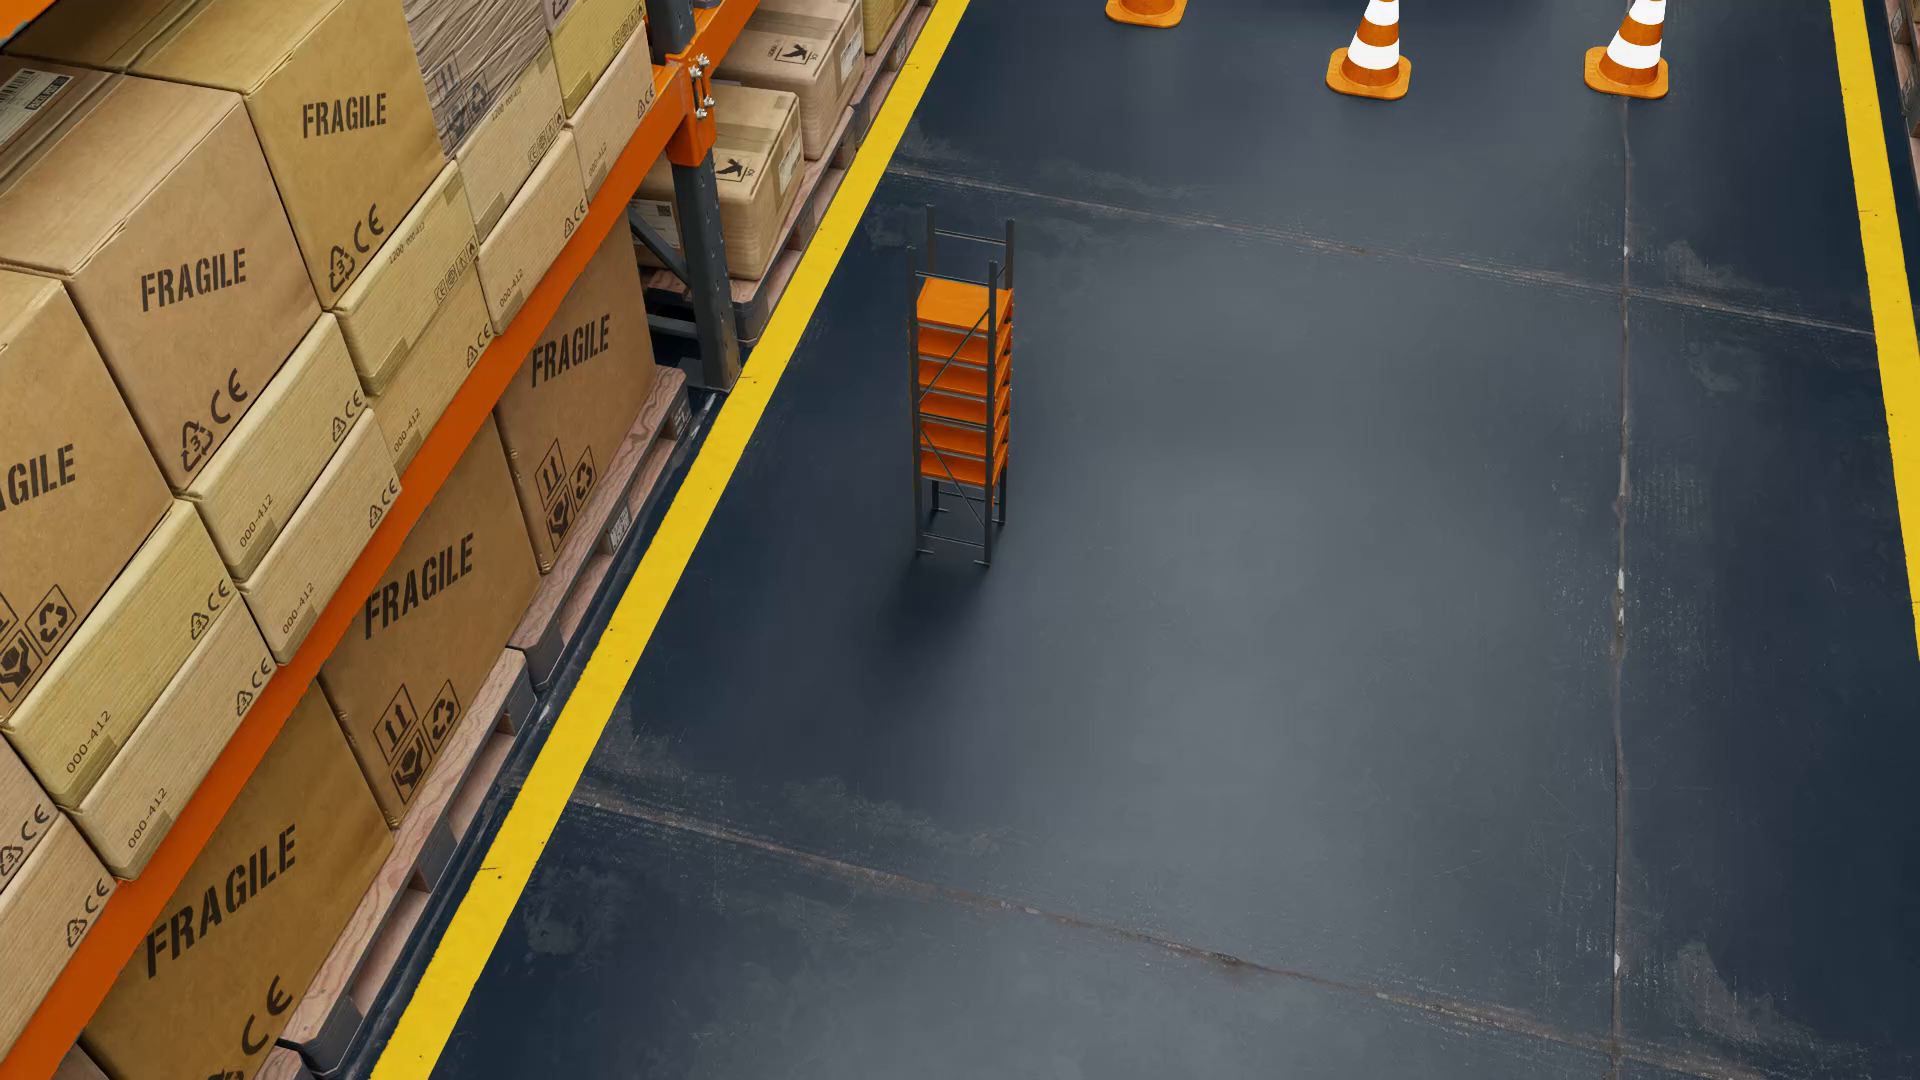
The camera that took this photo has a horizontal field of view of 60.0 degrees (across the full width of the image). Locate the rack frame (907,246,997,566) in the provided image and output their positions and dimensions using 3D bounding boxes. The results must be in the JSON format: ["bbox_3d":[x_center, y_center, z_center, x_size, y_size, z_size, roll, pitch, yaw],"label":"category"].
[{"bbox_3d":[-0.020,-0.341,4.751,0.240,1.200,0.006,12,50,10],"label":"rack frame"}]

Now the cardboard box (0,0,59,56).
[{"bbox_3d":[-1.891,-0.954,3.358,0.500,0.500,0.500,13,50,11],"label":"cardboard box"}]

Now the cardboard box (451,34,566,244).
[{"bbox_3d":[-1.267,-0.974,3.876,0.500,0.250,0.500,10,49,9],"label":"cardboard box"}]

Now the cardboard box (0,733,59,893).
[{"bbox_3d":[-1.808,0.502,2.573,0.500,0.250,0.500,12,50,11],"label":"cardboard box"}]

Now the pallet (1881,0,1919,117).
[{"bbox_3d":[4.471,-2.124,6.984,1.003,0.211,1.213,12,50,10],"label":"pallet"}]

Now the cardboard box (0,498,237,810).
[{"bbox_3d":[-1.649,0.142,2.891,0.500,0.250,0.500,12,50,11],"label":"cardboard box"}]

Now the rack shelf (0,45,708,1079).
[{"bbox_3d":[-1.779,0.054,3.681,1.077,0.370,4.000,12,50,10],"label":"rack shelf"}]

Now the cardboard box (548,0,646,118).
[{"bbox_3d":[-1.135,-1.346,4.204,0.500,0.250,0.500,11,50,10],"label":"cardboard box"}]

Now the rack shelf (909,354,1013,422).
[{"bbox_3d":[0.004,-0.458,4.753,0.258,0.103,0.180,12,50,10],"label":"rack shelf"}]

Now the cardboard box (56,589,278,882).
[{"bbox_3d":[-1.650,0.304,3.081,0.500,0.250,0.500,11,50,10],"label":"cardboard box"}]

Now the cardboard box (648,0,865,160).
[{"bbox_3d":[-0.908,-1.842,6.347,0.950,0.372,0.625,11,49,9],"label":"cardboard box"}]

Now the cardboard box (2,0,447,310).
[{"bbox_3d":[-1.401,-0.838,3.255,0.500,0.500,0.500,12,50,10],"label":"cardboard box"}]

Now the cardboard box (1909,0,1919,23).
[{"bbox_3d":[4.525,-2.548,6.718,1.050,0.750,0.750,11,50,10],"label":"cardboard box"}]

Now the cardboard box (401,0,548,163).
[{"bbox_3d":[-1.264,-1.196,3.571,0.500,0.500,0.500,12,50,11],"label":"cardboard box"}]

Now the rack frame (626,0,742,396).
[{"bbox_3d":[-1.253,-1.630,4.688,1.000,3.000,0.127,12,50,10],"label":"rack frame"}]

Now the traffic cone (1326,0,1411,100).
[{"bbox_3d":[1.712,-2.104,6.798,0.336,0.463,0.334,12,50,10],"label":"traffic cone"}]

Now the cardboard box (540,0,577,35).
[{"bbox_3d":[-1.137,-1.569,3.900,0.500,0.500,0.500,10,49,9],"label":"cardboard box"}]

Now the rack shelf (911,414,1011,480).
[{"bbox_3d":[0.004,-0.299,4.933,0.258,0.103,0.180,12,50,10],"label":"rack shelf"}]

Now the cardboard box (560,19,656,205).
[{"bbox_3d":[-1.136,-1.164,4.376,0.500,0.250,0.500,10,49,9],"label":"cardboard box"}]

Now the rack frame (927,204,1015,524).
[{"bbox_3d":[0.028,-0.474,4.868,0.240,1.200,0.006,12,50,10],"label":"rack frame"}]

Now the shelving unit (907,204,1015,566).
[{"bbox_3d":[0.004,-0.407,4.809,0.258,1.200,0.189,12,50,10],"label":"shelving unit"}]

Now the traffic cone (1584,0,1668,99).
[{"bbox_3d":[2.792,-2.108,6.802,0.336,0.463,0.334,12,50,10],"label":"traffic cone"}]

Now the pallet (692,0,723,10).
[{"bbox_3d":[-1.168,-2.103,5.234,1.213,0.211,1.003,12,50,10],"label":"pallet"}]

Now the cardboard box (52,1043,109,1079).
[{"bbox_3d":[-2.220,1.363,3.184,0.875,0.875,0.875,13,50,11],"label":"cardboard box"}]

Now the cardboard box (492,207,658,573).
[{"bbox_3d":[-1.515,-0.583,4.901,0.875,0.875,0.875,11,50,10],"label":"cardboard box"}]

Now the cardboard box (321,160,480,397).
[{"bbox_3d":[-1.382,-0.600,3.545,0.500,0.250,0.500,10,49,9],"label":"cardboard box"}]

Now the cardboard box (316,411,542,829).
[{"bbox_3d":[-1.754,0.061,4.332,0.875,0.875,0.875,12,50,10],"label":"cardboard box"}]

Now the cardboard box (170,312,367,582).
[{"bbox_3d":[-1.518,-0.224,3.214,0.500,0.250,0.500,10,49,9],"label":"cardboard box"}]

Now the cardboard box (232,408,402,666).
[{"bbox_3d":[-1.510,-0.056,3.398,0.500,0.250,0.500,11,49,9],"label":"cardboard box"}]

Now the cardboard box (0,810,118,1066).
[{"bbox_3d":[-1.801,0.672,2.756,0.500,0.250,0.500,10,49,9],"label":"cardboard box"}]

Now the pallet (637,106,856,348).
[{"bbox_3d":[-1.046,-1.273,6.232,1.003,0.211,1.213,12,50,10],"label":"pallet"}]

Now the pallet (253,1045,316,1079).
[{"bbox_3d":[-2.175,1.613,3.686,1.003,0.211,1.213,12,50,10],"label":"pallet"}]

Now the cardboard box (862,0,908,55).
[{"bbox_3d":[-0.703,-2.389,6.831,0.950,0.372,0.625,13,50,11],"label":"cardboard box"}]

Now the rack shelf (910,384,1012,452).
[{"bbox_3d":[0.004,-0.378,4.843,0.258,0.103,0.180,12,50,10],"label":"rack shelf"}]

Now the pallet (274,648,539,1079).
[{"bbox_3d":[-1.856,0.727,4.467,1.003,0.211,1.213,12,50,10],"label":"pallet"}]

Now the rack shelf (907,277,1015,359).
[{"bbox_3d":[0.004,-0.616,4.573,0.258,0.103,0.180,12,50,10],"label":"rack shelf"}]

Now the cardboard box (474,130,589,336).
[{"bbox_3d":[-1.255,-0.791,4.048,0.500,0.250,0.500,12,50,11],"label":"cardboard box"}]

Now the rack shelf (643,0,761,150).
[{"bbox_3d":[-0.727,-2.839,6.235,1.077,0.370,4.000,12,50,10],"label":"rack shelf"}]

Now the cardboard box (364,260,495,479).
[{"bbox_3d":[-1.403,-0.430,3.729,0.500,0.250,0.500,11,50,10],"label":"cardboard box"}]

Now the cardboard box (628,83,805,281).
[{"bbox_3d":[-1.095,-1.307,5.875,0.950,0.372,0.625,9,49,7],"label":"cardboard box"}]

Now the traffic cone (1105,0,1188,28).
[{"bbox_3d":[0.824,-2.511,7.158,0.336,0.463,0.334,12,50,10],"label":"traffic cone"}]

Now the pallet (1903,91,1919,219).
[{"bbox_3d":[4.152,-1.239,6.203,1.003,0.211,1.213,12,50,10],"label":"pallet"}]

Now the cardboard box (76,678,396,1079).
[{"bbox_3d":[-1.990,0.708,3.762,0.875,0.875,0.875,13,50,11],"label":"cardboard box"}]

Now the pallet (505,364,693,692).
[{"bbox_3d":[-1.533,-0.152,5.244,1.003,0.211,1.213,12,50,10],"label":"pallet"}]

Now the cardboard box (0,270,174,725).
[{"bbox_3d":[-1.671,-0.098,2.603,0.500,0.500,0.500,10,49,9],"label":"cardboard box"}]

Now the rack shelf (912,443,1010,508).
[{"bbox_3d":[0.004,-0.219,5.023,0.258,0.103,0.180,12,50,10],"label":"rack shelf"}]

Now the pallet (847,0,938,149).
[{"bbox_3d":[-0.723,-2.152,7.009,1.003,0.211,1.213,12,50,10],"label":"pallet"}]

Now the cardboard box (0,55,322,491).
[{"bbox_3d":[-1.541,-0.473,2.934,0.500,0.500,0.500,11,49,9],"label":"cardboard box"}]

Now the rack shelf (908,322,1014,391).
[{"bbox_3d":[0.004,-0.537,4.663,0.258,0.103,0.180,12,50,10],"label":"rack shelf"}]

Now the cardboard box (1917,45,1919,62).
[{"bbox_3d":[4.268,-1.851,6.103,1.050,0.750,0.750,12,50,10],"label":"cardboard box"}]
